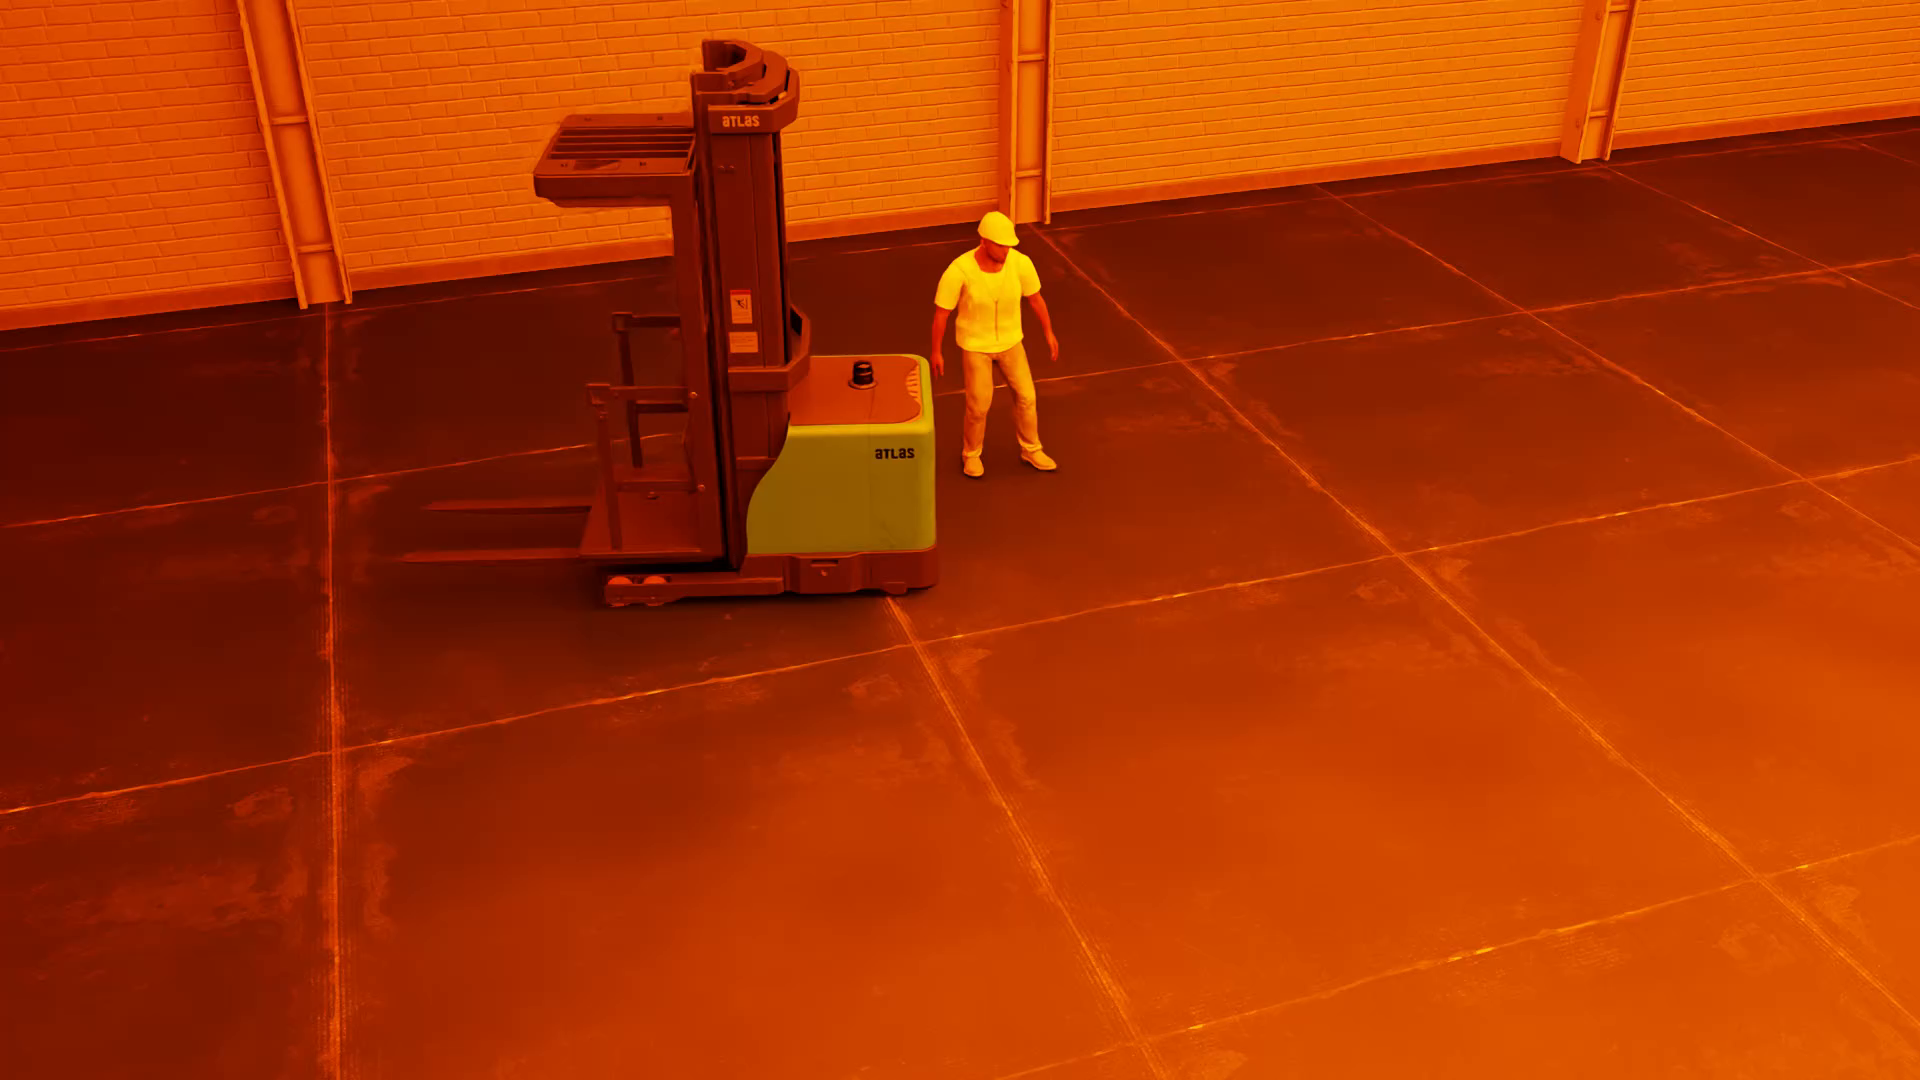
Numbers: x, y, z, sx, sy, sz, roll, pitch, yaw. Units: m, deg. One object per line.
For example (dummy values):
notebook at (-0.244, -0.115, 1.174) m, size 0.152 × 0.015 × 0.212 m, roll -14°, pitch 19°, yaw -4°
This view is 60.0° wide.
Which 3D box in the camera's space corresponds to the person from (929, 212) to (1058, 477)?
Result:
person at (0.213, -1.220, 10.406) m, size 0.816 × 1.737 × 0.414 m, roll -11°, pitch 32°, yaw -18°

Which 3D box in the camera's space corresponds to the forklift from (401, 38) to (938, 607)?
forklift at (-1.660, -1.165, 9.111) m, size 3.031 × 2.935 × 1.130 m, roll -1°, pitch 30°, yaw -2°
